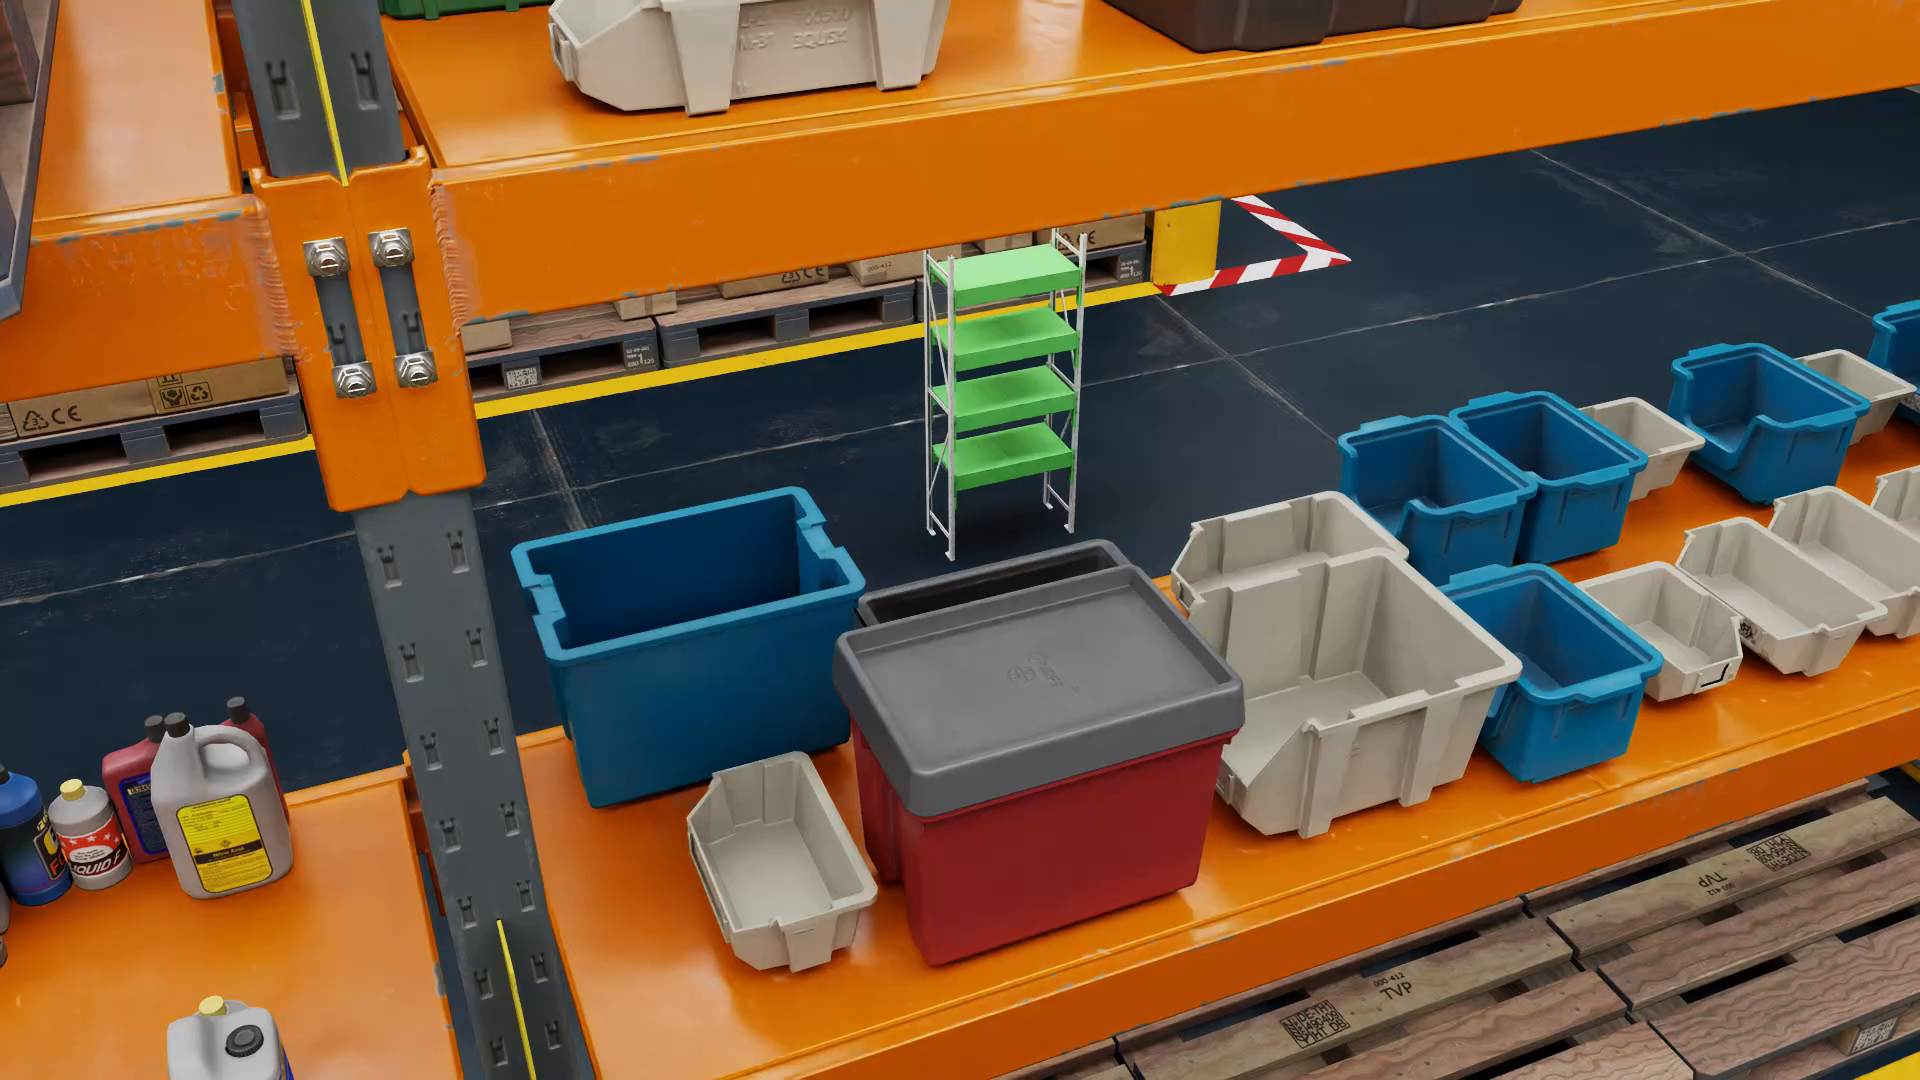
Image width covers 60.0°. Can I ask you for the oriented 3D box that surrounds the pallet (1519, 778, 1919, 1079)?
[{"bbox_3d":[2.114,0.977,4.556,1.213,0.211,1.003,-13,35,-19],"label":"pallet"}]

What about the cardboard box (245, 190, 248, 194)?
[{"bbox_3d":[-3.253,-1.151,7.157,0.500,0.500,0.500,-15,36,-21],"label":"cardboard box"}]

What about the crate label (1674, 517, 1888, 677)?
[{"bbox_3d":[1.688,0.127,3.492,0.243,0.136,0.396,-13,35,-19],"label":"crate label"}]

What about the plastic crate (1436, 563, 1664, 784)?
[{"bbox_3d":[1.096,0.261,3.197,0.300,0.233,0.416,-13,35,-19],"label":"plastic crate"}]

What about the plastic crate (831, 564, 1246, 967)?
[{"bbox_3d":[0.122,0.383,2.797,0.583,0.464,0.402,-13,35,-19],"label":"plastic crate"}]

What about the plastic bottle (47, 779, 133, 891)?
[{"bbox_3d":[-1.524,0.506,2.905,0.097,0.201,0.097,0,33,0],"label":"plastic bottle"}]

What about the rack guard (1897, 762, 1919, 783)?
[{"bbox_3d":[2.907,0.689,4.732,0.348,0.500,1.175,-13,35,-19],"label":"rack guard"}]

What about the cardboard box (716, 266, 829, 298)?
[{"bbox_3d":[-0.982,-1.531,7.739,0.637,0.503,0.797,-13,35,-19],"label":"cardboard box"}]

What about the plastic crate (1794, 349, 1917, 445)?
[{"bbox_3d":[2.207,-0.349,4.222,0.298,0.136,0.250,-13,35,-19],"label":"plastic crate"}]

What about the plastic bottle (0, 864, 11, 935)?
[{"bbox_3d":[-1.710,0.533,2.794,0.135,0.276,0.152,-13,35,-19],"label":"plastic bottle"}]

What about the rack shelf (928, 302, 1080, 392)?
[{"bbox_3d":[0.153,-0.685,5.880,0.480,0.148,0.258,-13,35,-19],"label":"rack shelf"}]

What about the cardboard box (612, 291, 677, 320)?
[{"bbox_3d":[-1.448,-1.158,7.474,0.250,0.166,0.380,-13,35,-19],"label":"cardboard box"}]

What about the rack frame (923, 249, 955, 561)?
[{"bbox_3d":[-0.072,-0.486,5.897,0.015,1.200,0.240,-13,35,-19],"label":"rack frame"}]

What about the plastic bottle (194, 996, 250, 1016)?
[{"bbox_3d":[-1.102,0.768,2.502,0.097,0.201,0.097,0,33,0],"label":"plastic bottle"}]

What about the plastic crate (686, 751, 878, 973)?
[{"bbox_3d":[-0.314,0.557,2.831,0.243,0.136,0.396,-13,35,-19],"label":"plastic crate"}]

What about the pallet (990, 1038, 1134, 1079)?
[{"bbox_3d":[-0.135,1.492,3.764,1.213,0.211,1.003,-13,35,-19],"label":"pallet"}]

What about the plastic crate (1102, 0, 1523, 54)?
[{"bbox_3d":[0.453,-0.829,2.144,0.590,0.269,0.497,-13,35,-19],"label":"plastic crate"}]

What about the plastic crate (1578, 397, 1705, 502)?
[{"bbox_3d":[1.582,-0.206,4.002,0.298,0.136,0.250,-13,35,-19],"label":"plastic crate"}]

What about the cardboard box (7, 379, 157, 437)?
[{"bbox_3d":[-3.515,-0.782,6.590,0.500,0.500,0.500,-13,35,-19],"label":"cardboard box"}]

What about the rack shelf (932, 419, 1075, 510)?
[{"bbox_3d":[0.153,-0.283,6.142,0.480,0.148,0.258,-13,35,-19],"label":"rack shelf"}]

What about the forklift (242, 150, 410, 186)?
[{"bbox_3d":[-2.833,-3.357,8.723,3.031,2.935,1.130,-12,35,-18],"label":"forklift"}]

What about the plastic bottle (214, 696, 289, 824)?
[{"bbox_3d":[-1.302,0.409,2.977,0.133,0.283,0.061,-13,35,-19],"label":"plastic bottle"}]

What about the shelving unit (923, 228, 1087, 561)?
[{"bbox_3d":[0.153,-0.538,5.976,0.503,1.200,0.258,-13,35,-19],"label":"shelving unit"}]

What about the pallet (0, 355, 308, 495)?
[{"bbox_3d":[-3.448,-0.634,7.032,1.213,0.211,1.003,-13,35,-19],"label":"pallet"}]

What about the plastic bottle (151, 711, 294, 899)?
[{"bbox_3d":[-1.286,0.438,2.871,0.185,0.351,0.144,-13,35,-19],"label":"plastic bottle"}]

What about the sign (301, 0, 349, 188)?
[{"bbox_3d":[-0.587,-0.486,1.489,0.005,0.325,0.100,-13,35,-19],"label":"sign"}]

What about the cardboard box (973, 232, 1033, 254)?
[{"bbox_3d":[0.161,-1.556,8.086,0.250,0.166,0.380,-13,35,-19],"label":"cardboard box"}]

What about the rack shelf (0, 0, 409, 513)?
[{"bbox_3d":[-2.642,-0.036,1.464,4.000,0.370,1.077,-13,35,-19],"label":"rack shelf"}]

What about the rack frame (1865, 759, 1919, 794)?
[{"bbox_3d":[2.890,-0.347,4.033,0.127,3.000,1.000,-13,35,-19],"label":"rack frame"}]

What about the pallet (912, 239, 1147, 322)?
[{"bbox_3d":[0.171,-1.485,8.339,1.213,0.211,1.003,-13,35,-19],"label":"pallet"}]

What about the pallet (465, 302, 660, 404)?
[{"bbox_3d":[-2.079,-0.970,7.547,1.213,0.211,1.003,-13,35,-19],"label":"pallet"}]

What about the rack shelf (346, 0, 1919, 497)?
[{"bbox_3d":[1.046,-0.880,2.762,4.000,0.370,1.077,-13,35,-19],"label":"rack shelf"}]

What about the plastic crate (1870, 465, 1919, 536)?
[{"bbox_3d":[2.208,0.002,3.684,0.243,0.136,0.396,-13,35,-19],"label":"plastic crate"}]

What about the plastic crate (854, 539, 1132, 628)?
[{"bbox_3d":[0.130,0.216,3.364,0.590,0.125,0.437,-13,35,-19],"label":"plastic crate"}]

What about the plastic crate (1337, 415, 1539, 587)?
[{"bbox_3d":[1.044,-0.074,3.712,0.300,0.233,0.416,-13,35,-19],"label":"plastic crate"}]

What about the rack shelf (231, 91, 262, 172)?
[{"bbox_3d":[-4.556,-1.270,6.111,4.000,0.370,1.077,-13,35,-19],"label":"rack shelf"}]
